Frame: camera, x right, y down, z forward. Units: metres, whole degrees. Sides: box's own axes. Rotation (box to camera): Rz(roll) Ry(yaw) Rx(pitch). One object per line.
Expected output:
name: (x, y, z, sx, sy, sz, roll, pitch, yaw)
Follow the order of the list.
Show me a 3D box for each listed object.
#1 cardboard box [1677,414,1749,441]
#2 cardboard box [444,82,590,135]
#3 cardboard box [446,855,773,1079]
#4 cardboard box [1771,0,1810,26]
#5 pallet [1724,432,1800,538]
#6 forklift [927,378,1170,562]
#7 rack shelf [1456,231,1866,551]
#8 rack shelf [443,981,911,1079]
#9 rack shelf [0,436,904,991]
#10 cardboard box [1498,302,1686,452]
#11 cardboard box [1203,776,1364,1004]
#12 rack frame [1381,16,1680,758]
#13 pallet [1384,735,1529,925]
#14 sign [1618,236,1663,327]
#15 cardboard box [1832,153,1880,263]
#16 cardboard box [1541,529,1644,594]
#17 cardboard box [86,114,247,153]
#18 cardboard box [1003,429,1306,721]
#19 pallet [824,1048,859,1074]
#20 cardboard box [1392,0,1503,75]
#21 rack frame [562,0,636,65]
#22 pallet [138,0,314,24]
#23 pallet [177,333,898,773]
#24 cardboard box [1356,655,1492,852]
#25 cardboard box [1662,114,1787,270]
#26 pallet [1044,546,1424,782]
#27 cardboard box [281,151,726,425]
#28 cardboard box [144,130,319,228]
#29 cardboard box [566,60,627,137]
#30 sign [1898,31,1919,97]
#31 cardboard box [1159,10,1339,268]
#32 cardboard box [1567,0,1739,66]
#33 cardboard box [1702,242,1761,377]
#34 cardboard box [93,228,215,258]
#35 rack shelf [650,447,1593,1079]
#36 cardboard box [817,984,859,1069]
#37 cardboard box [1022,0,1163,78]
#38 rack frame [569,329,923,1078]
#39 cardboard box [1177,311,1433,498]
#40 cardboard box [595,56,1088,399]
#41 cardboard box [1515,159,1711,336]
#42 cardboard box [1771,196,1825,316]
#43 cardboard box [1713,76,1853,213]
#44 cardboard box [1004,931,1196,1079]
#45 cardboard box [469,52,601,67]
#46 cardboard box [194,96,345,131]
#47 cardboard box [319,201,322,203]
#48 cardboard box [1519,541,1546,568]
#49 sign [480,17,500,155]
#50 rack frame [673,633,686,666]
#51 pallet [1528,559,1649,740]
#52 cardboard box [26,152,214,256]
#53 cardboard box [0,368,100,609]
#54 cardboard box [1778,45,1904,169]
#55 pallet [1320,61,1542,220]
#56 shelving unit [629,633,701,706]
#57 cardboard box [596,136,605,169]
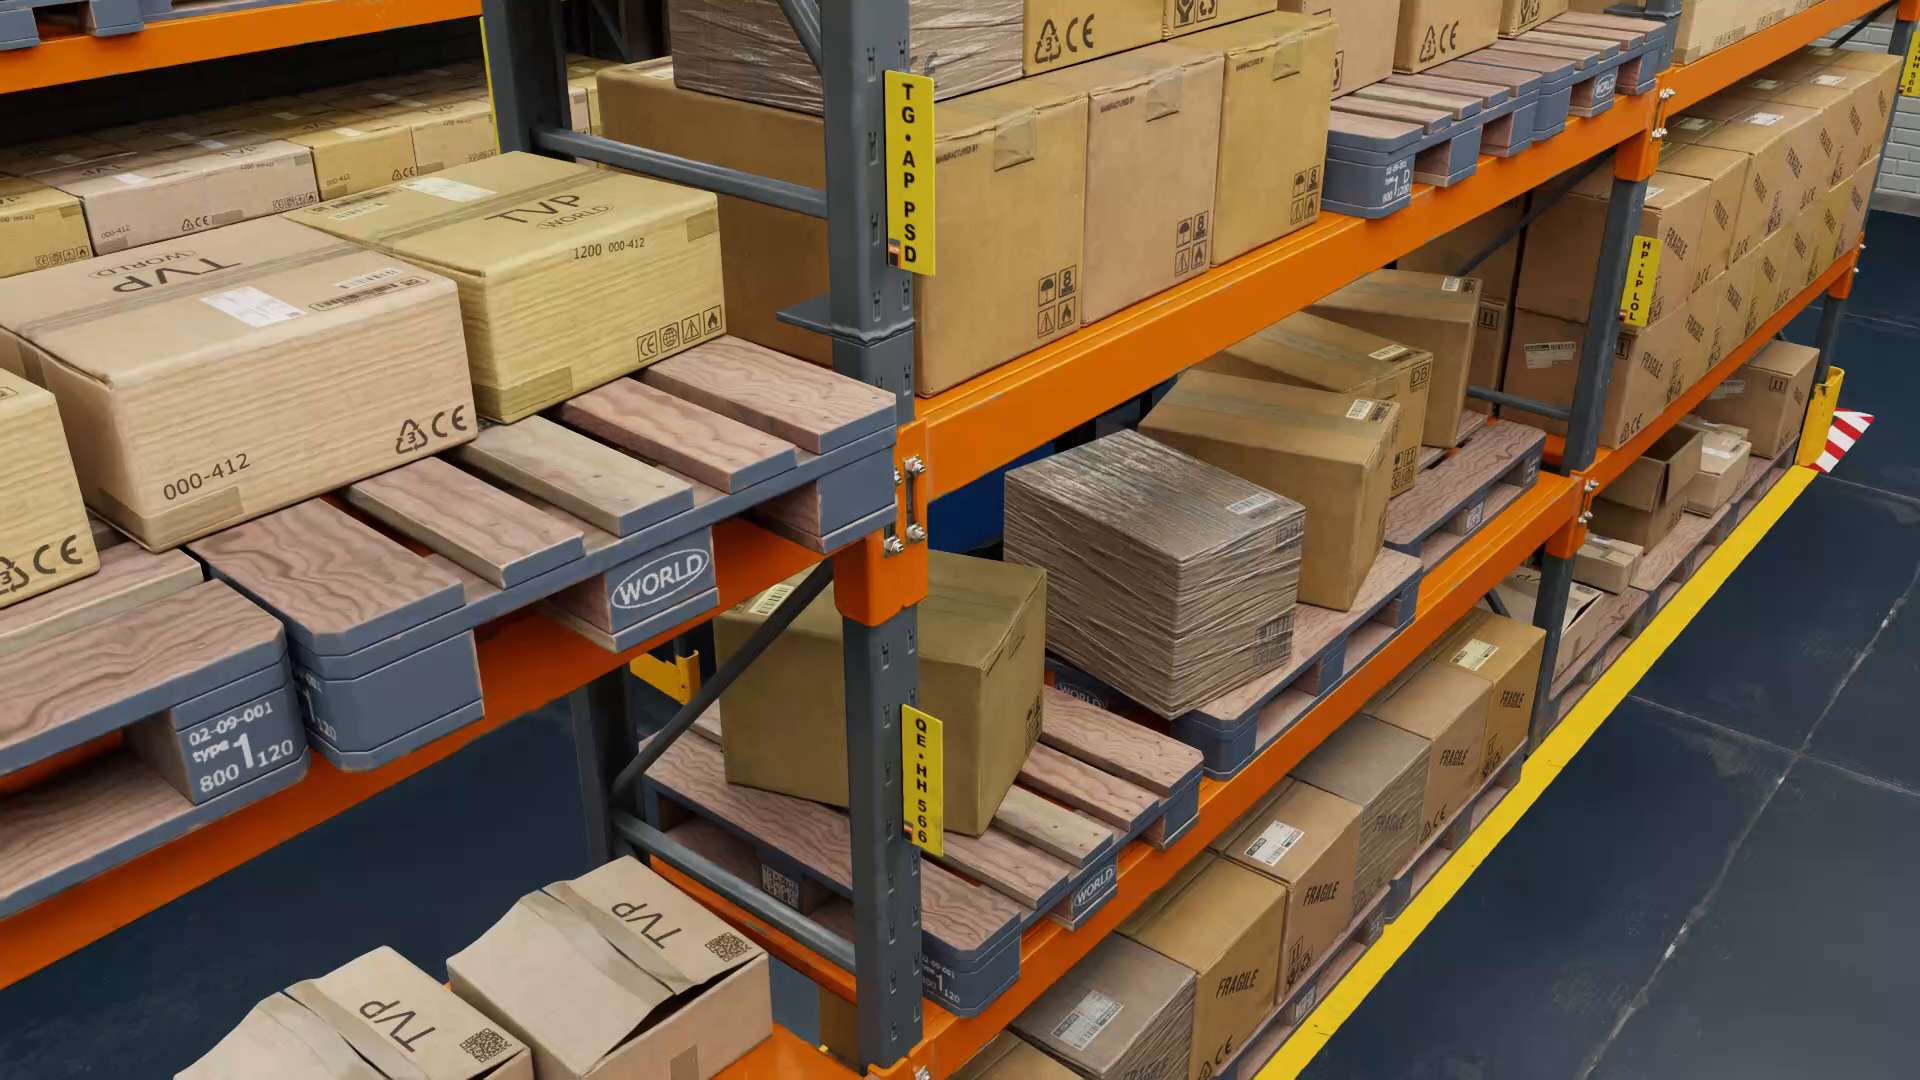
cardboard box: (4.101, -0.558, 9.169, 0.380, 0.166, 0.250, 21, 34, 34)
cardboard box: (-2.217, -2.131, 8.335, 0.500, 0.250, 0.500, 22, 34, 35)
cardboard box: (-0.769, 0.989, 3.671, 0.500, 0.311, 0.500, 23, 35, 37)
cardboard box: (3.180, -2.304, 6.837, 0.500, 0.250, 0.500, 21, 34, 34)
pallet: (4.030, -0.455, 9.400, 1.003, 0.211, 1.213, 21, 34, 34)
forklift: (0.437, -1.510, 8.479, 1.130, 2.935, 3.031, 24, 36, 38)
rack shelf: (3.312, -0.975, 8.152, 1.077, 0.370, 4.000, 21, 34, 34)
rack shelf: (-1.776, 1.862, 2.670, 1.077, 0.370, 4.000, 21, 34, 34)
rack shelf: (-1.776, 0.529, 1.980, 1.077, 0.370, 4.000, 21, 34, 34)
cardboard box: (2.574, -0.731, 6.789, 0.500, 0.500, 0.500, 22, 34, 36)
cardboard box: (0.985, 1.120, 5.562, 0.500, 0.500, 0.500, 19, 33, 33)
rack frame: (2.040, -0.585, 6.616, 1.000, 3.000, 0.127, 21, 34, 34)
pallet: (1.552, 0.953, 6.678, 1.003, 0.211, 1.213, 21, 34, 34)
sign: (2.470, -0.938, 6.039, 0.100, 0.325, 0.005, 21, 34, 34)
cardboard box: (4.509, -1.809, 8.874, 0.500, 0.500, 0.500, 22, 35, 36)
cardboard box: (3.016, 0.083, 7.930, 0.380, 0.166, 0.250, 21, 34, 34)
cardboard box: (-3.580, -1.732, 7.563, 0.500, 0.250, 0.500, 20, 33, 33)
cardboard box: (0.538, 0.078, 4.770, 0.500, 0.500, 0.700, -21, 34, -34)
pallet: (0.000, 1.818, 5.006, 1.003, 0.211, 1.213, 21, 34, 34)
cardboard box: (1.255, -1.792, 5.010, 0.600, 0.600, 0.600, 20, 34, 34)
rack frame: (-1.785, -2.032, 9.412, 1.000, 3.000, 0.127, 21, 34, 34)
pallet: (-3.251, -2.503, 7.265, 1.003, 0.211, 1.213, 23, 35, 37)
pallet: (-0.867, -0.149, 2.714, 1.213, 0.211, 1.003, 23, 35, 37)
cardboard box: (1.626, 0.761, 6.255, 0.500, 0.500, 0.500, 21, 34, 35)
cardboard box: (3.212, -1.524, 7.234, 0.500, 0.500, 0.500, 20, 33, 33)
pallet: (0.729, 0.228, 5.255, 1.003, 0.211, 1.213, 21, 34, 34)
cardboard box: (-0.749, -0.442, 2.781, 0.500, 0.250, 0.500, 18, 32, 31)
cardboard box: (-3.185, -1.587, 7.282, 0.500, 0.250, 0.500, 21, 34, 35)
cardboard box: (-1.885, -2.310, 8.680, 0.500, 0.250, 0.500, 22, 34, 36)
sign: (5.000, -2.489, 8.692, 0.100, 0.325, 0.005, 21, 34, 34)
cardboard box: (0.402, -1.073, 4.187, 0.910, 0.500, 0.500, 21, 34, 34)
cardboard box: (2.540, -1.951, 6.155, 0.500, 0.250, 0.500, 21, 34, 34)
cardboard box: (3.218, -1.090, 7.483, 0.500, 0.500, 0.500, 21, 34, 34)
cardboard box: (-3.482, -1.079, 7.117, 0.500, 0.500, 0.500, 22, 35, 36)
rack shelf: (0.768, 0.444, 5.411, 1.077, 0.370, 4.000, 21, 34, 34)
cardboard box: (-0.091, 1.348, 5.122, 0.500, 0.500, 0.500, 22, 35, 36)
cardboard box: (0.102, -1.321, 3.578, 0.500, 0.500, 0.500, 21, 34, 34)
rack frame: (-0.504, 0.833, 3.875, 1.000, 3.000, 0.127, 21, 34, 34)
cardboard box: (1.178, -0.451, 5.792, 0.500, 0.500, 0.700, -22, 35, -36)
cardboard box: (-0.253, -0.708, 3.481, 0.910, 0.500, 0.500, 21, 34, 34)
cardboard box: (2.557, -1.158, 6.528, 0.500, 0.500, 0.500, 22, 34, 36)
cardboard box: (3.861, -1.449, 8.178, 0.500, 0.500, 0.500, 21, 34, 35)
cardboard box: (3.866, -1.889, 7.940, 0.500, 0.500, 0.500, 22, 34, 36)
cardboard box: (0.334, 1.483, 4.861, 0.500, 0.500, 0.500, 19, 33, 33)
cardboard box: (-2.278, -2.463, 8.976, 0.500, 0.250, 0.500, 22, 35, 36)
cardboard box: (-3.256, -1.913, 7.912, 0.500, 0.250, 0.500, 20, 33, 33)
cardboard box: (-2.841, -1.442, 7.818, 0.500, 0.500, 0.500, 22, 34, 36)
cardboard box: (2.661, -0.137, 8.198, 0.500, 0.311, 0.500, 21, 34, 34)
sign: (-0.922, -0.888, 3.375, 0.100, 0.325, 0.005, 21, 34, 34)
rack frame: (-1.387, -0.025, 7.166, 0.500, 1.500, 0.032, 24, 36, 38)
pallet: (2.478, 0.410, 7.727, 1.003, 0.211, 1.213, 21, 34, 34)
cardboard box: (-3.500, -1.408, 6.937, 0.500, 0.250, 0.500, 20, 34, 34)
cardboard box: (-1.442, -0.051, 2.026, 0.500, 0.250, 0.500, 20, 33, 33)
cardboard box: (4.513, -2.254, 8.645, 0.500, 0.500, 0.500, 20, 34, 34)
pallet: (0.914, -1.255, 4.851, 1.213, 0.211, 1.003, 21, 34, 34)
shelving unit: (-1.029, -0.197, 7.498, 0.587, 1.500, 1.083, 24, 36, 38)
cardboard box: (-1.884, -1.980, 8.858, 0.500, 0.500, 0.500, 20, 33, 34)
